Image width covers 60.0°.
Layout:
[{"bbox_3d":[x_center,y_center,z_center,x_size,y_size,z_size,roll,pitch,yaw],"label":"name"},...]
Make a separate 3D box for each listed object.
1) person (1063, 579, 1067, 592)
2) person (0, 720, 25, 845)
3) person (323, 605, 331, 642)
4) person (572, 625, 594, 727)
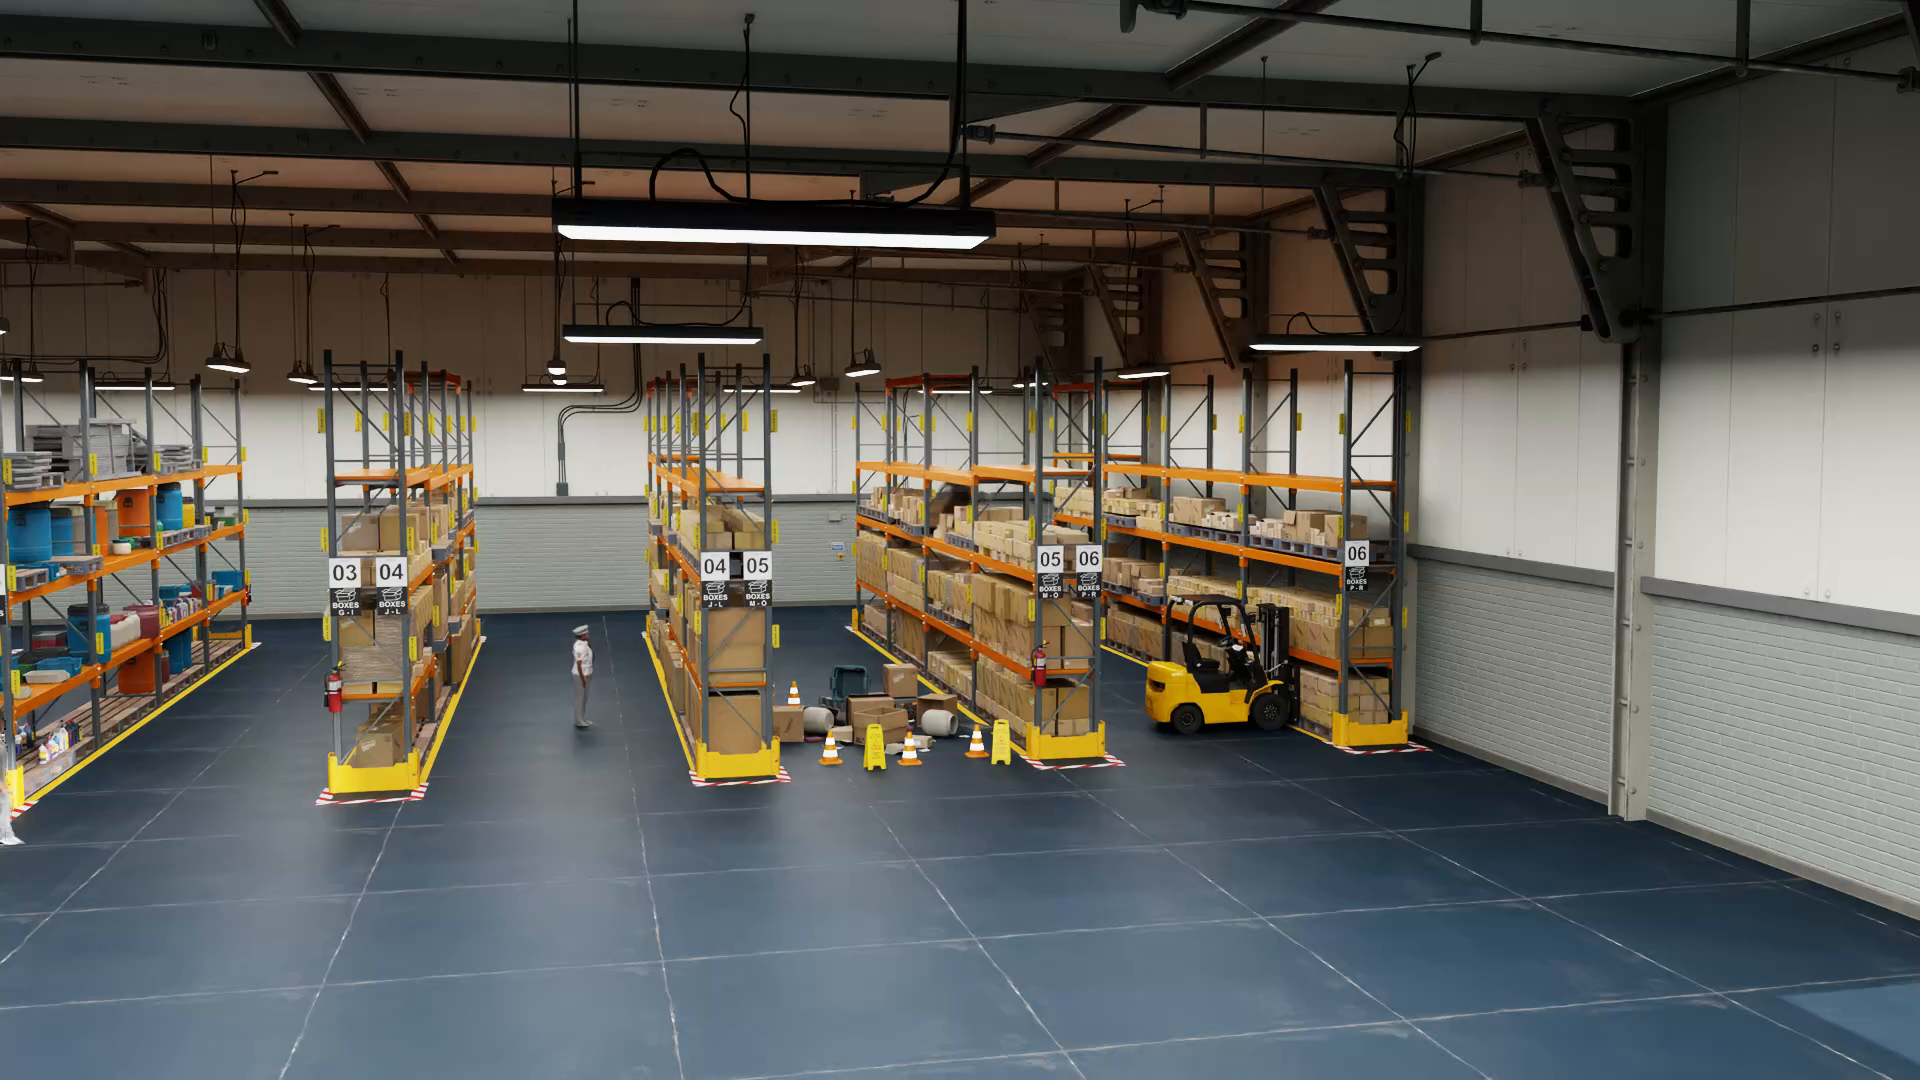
[{"bbox_3d":[1.888,1.605,32.763,0.469,1.740,0.649,1,4,11],"label":"person"},{"bbox_3d":[-11.377,2.874,19.557,0.552,1.620,0.558,-1,4,-8],"label":"person"},{"bbox_3d":[-12.268,1.821,33.114,0.791,1.714,0.918,-1,4,-11],"label":"person"},{"bbox_3d":[-6.248,2.245,27.568,0.368,1.694,0.504,1,4,8],"label":"person"}]
